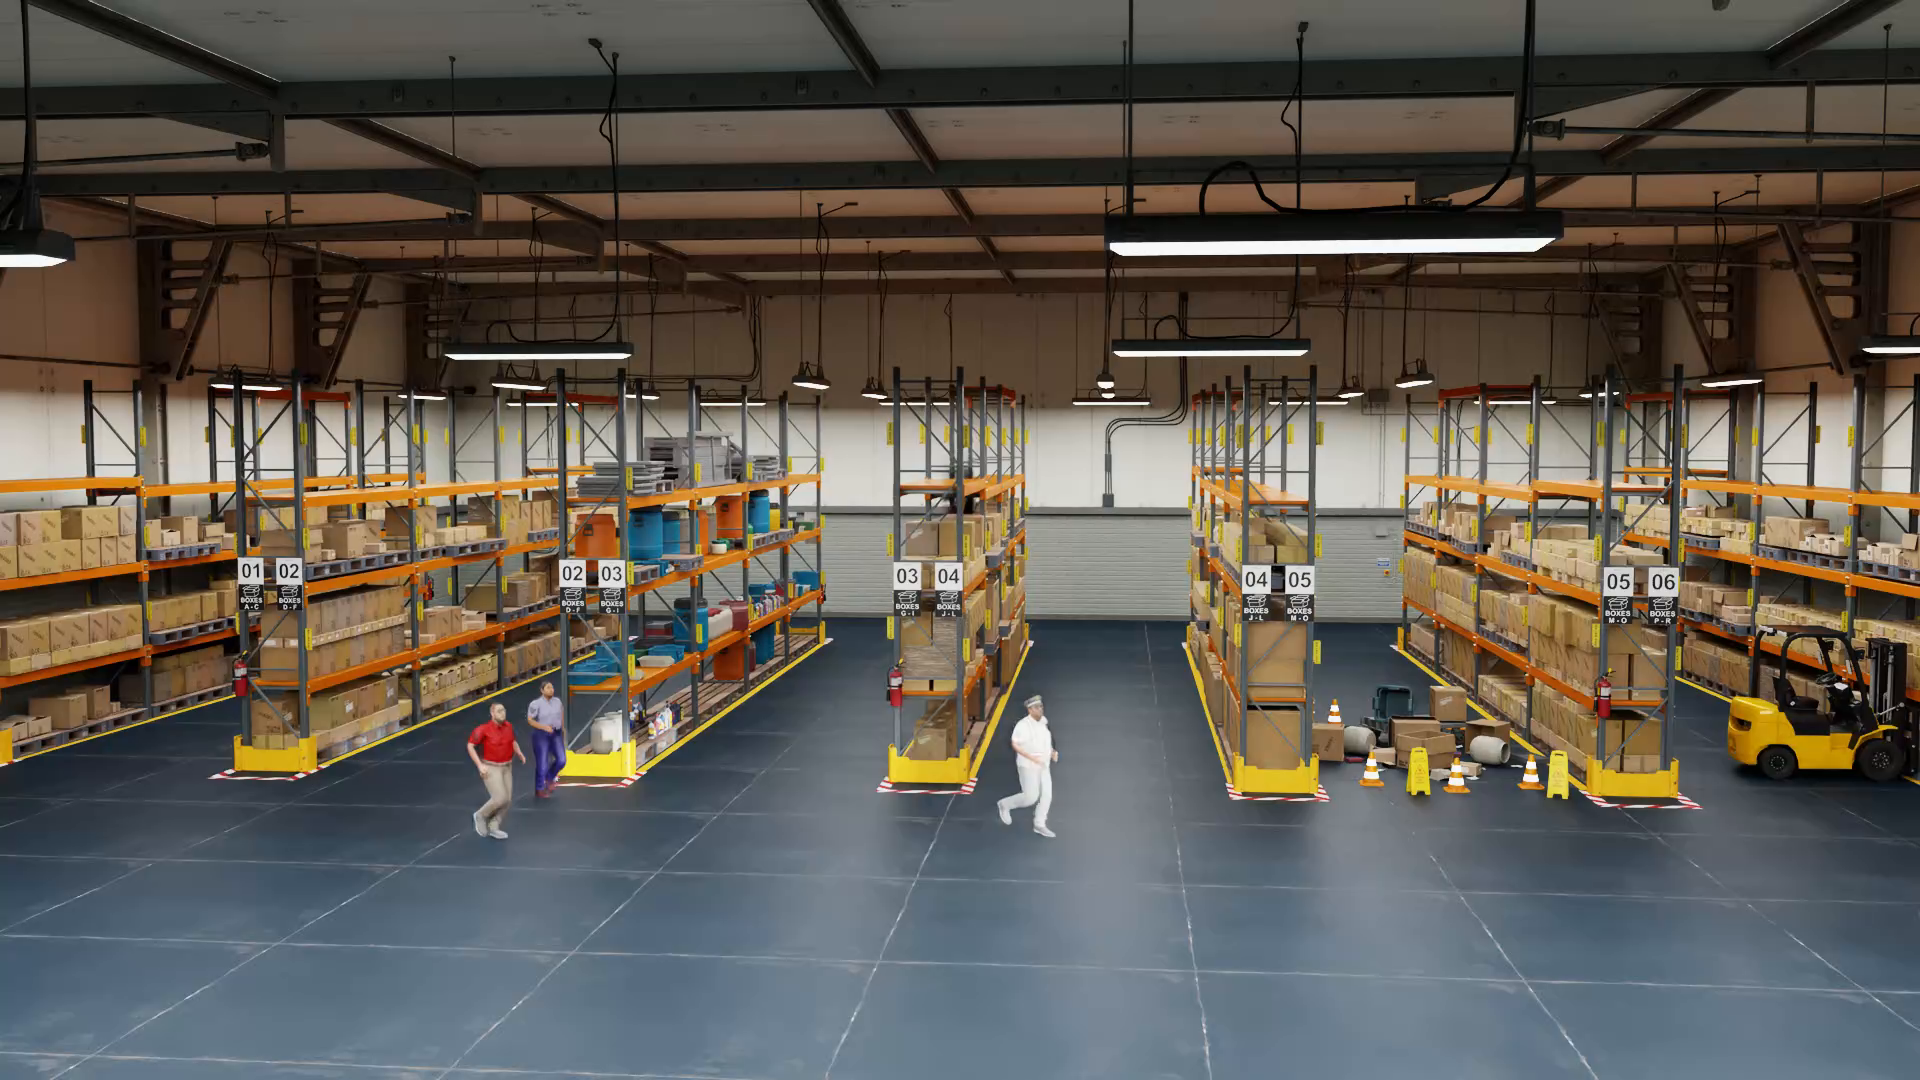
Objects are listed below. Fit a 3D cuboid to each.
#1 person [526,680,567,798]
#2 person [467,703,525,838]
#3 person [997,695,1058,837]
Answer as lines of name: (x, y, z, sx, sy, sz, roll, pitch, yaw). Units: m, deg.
person: (-5.703, 2.765, 23.115, 0.646, 1.621, 0.551, -3, 5, -39)
person: (-5.739, 2.871, 20.718, 0.594, 1.694, 0.675, 2, 4, 30)
person: (0.896, 2.833, 21.027, 0.782, 1.776, 0.668, 3, 5, 42)
